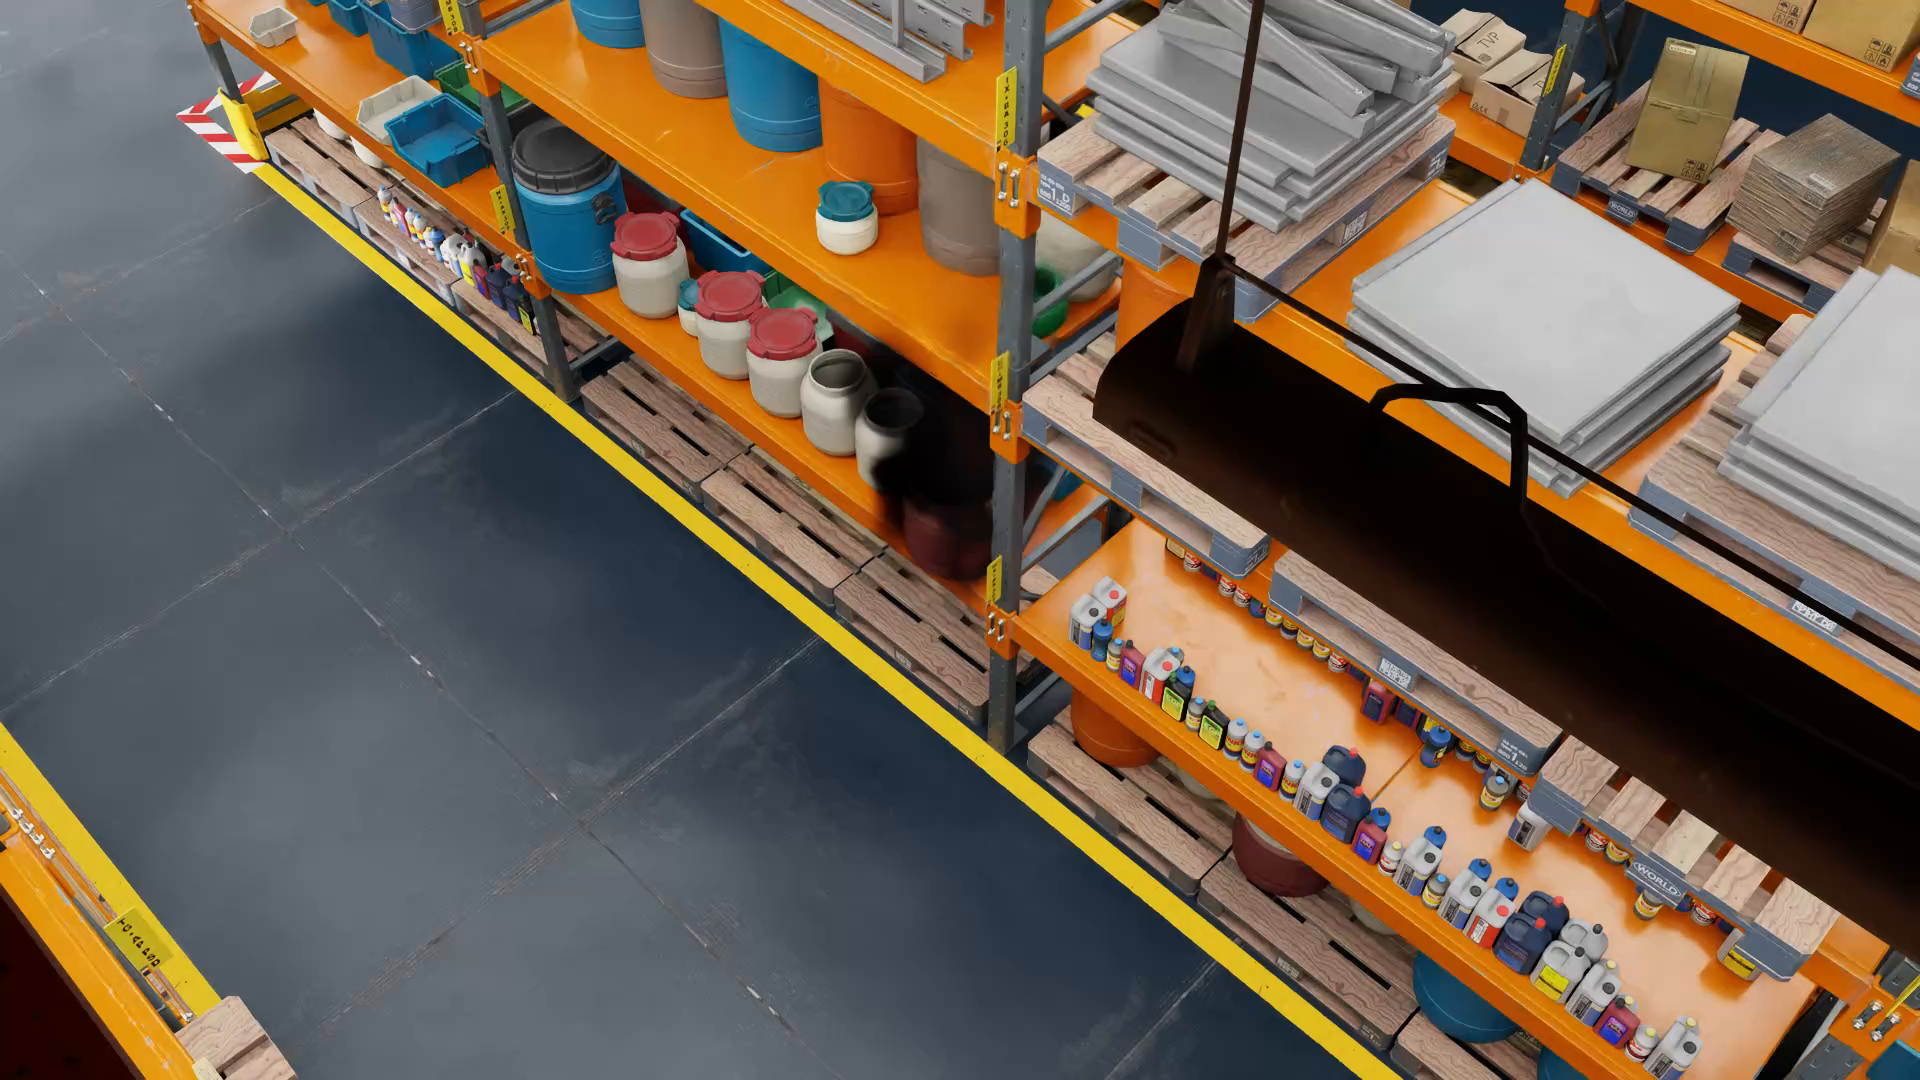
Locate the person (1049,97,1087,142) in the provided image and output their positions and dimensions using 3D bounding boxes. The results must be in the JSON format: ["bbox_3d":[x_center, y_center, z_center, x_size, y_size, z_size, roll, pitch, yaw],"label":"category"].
[{"bbox_3d":[0.473,-2.700,11.136,0.584,1.636,0.663,24,54,19],"label":"person"}]
